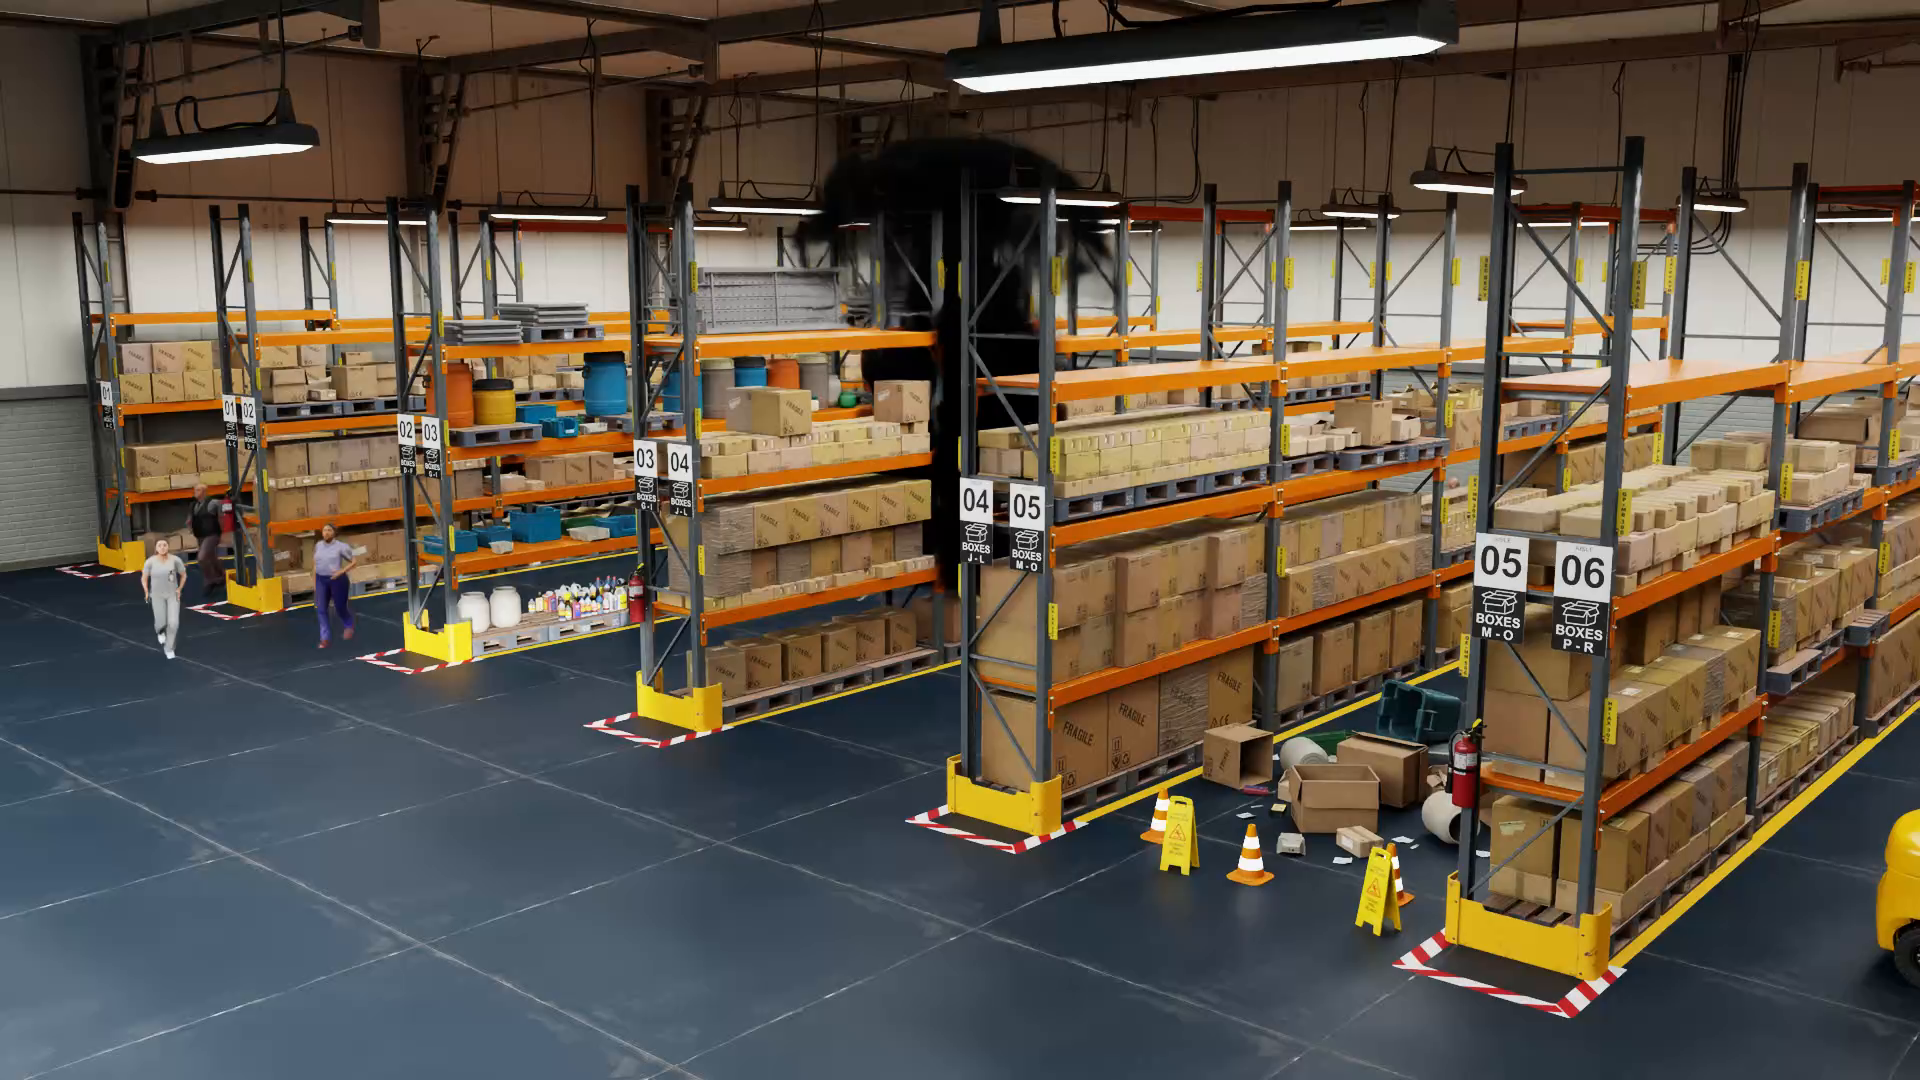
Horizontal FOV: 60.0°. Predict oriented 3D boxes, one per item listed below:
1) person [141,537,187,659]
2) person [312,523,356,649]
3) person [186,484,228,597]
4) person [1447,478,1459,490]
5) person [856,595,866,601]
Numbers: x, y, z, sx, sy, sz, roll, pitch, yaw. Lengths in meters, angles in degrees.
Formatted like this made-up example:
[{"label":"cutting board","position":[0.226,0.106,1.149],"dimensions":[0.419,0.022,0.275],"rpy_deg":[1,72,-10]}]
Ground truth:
[{"label":"person","position":[-10.503,0.744,21.987],"dimensions":[0.548,1.619,0.602],"rpy_deg":[-5,11,-27]},{"label":"person","position":[-8.300,0.577,22.020],"dimensions":[0.622,1.626,0.815],"rpy_deg":[0,9,2]},{"label":"person","position":[-11.811,-0.018,26.166],"dimensions":[0.713,1.767,0.746],"rpy_deg":[4,10,24]},{"label":"person","position":[7.950,-0.156,26.969],"dimensions":[0.710,1.726,0.693],"rpy_deg":[8,12,40]},{"label":"person","position":[-1.279,-0.032,24.654],"dimensions":[0.648,1.827,0.674],"rpy_deg":[6,11,33]}]
